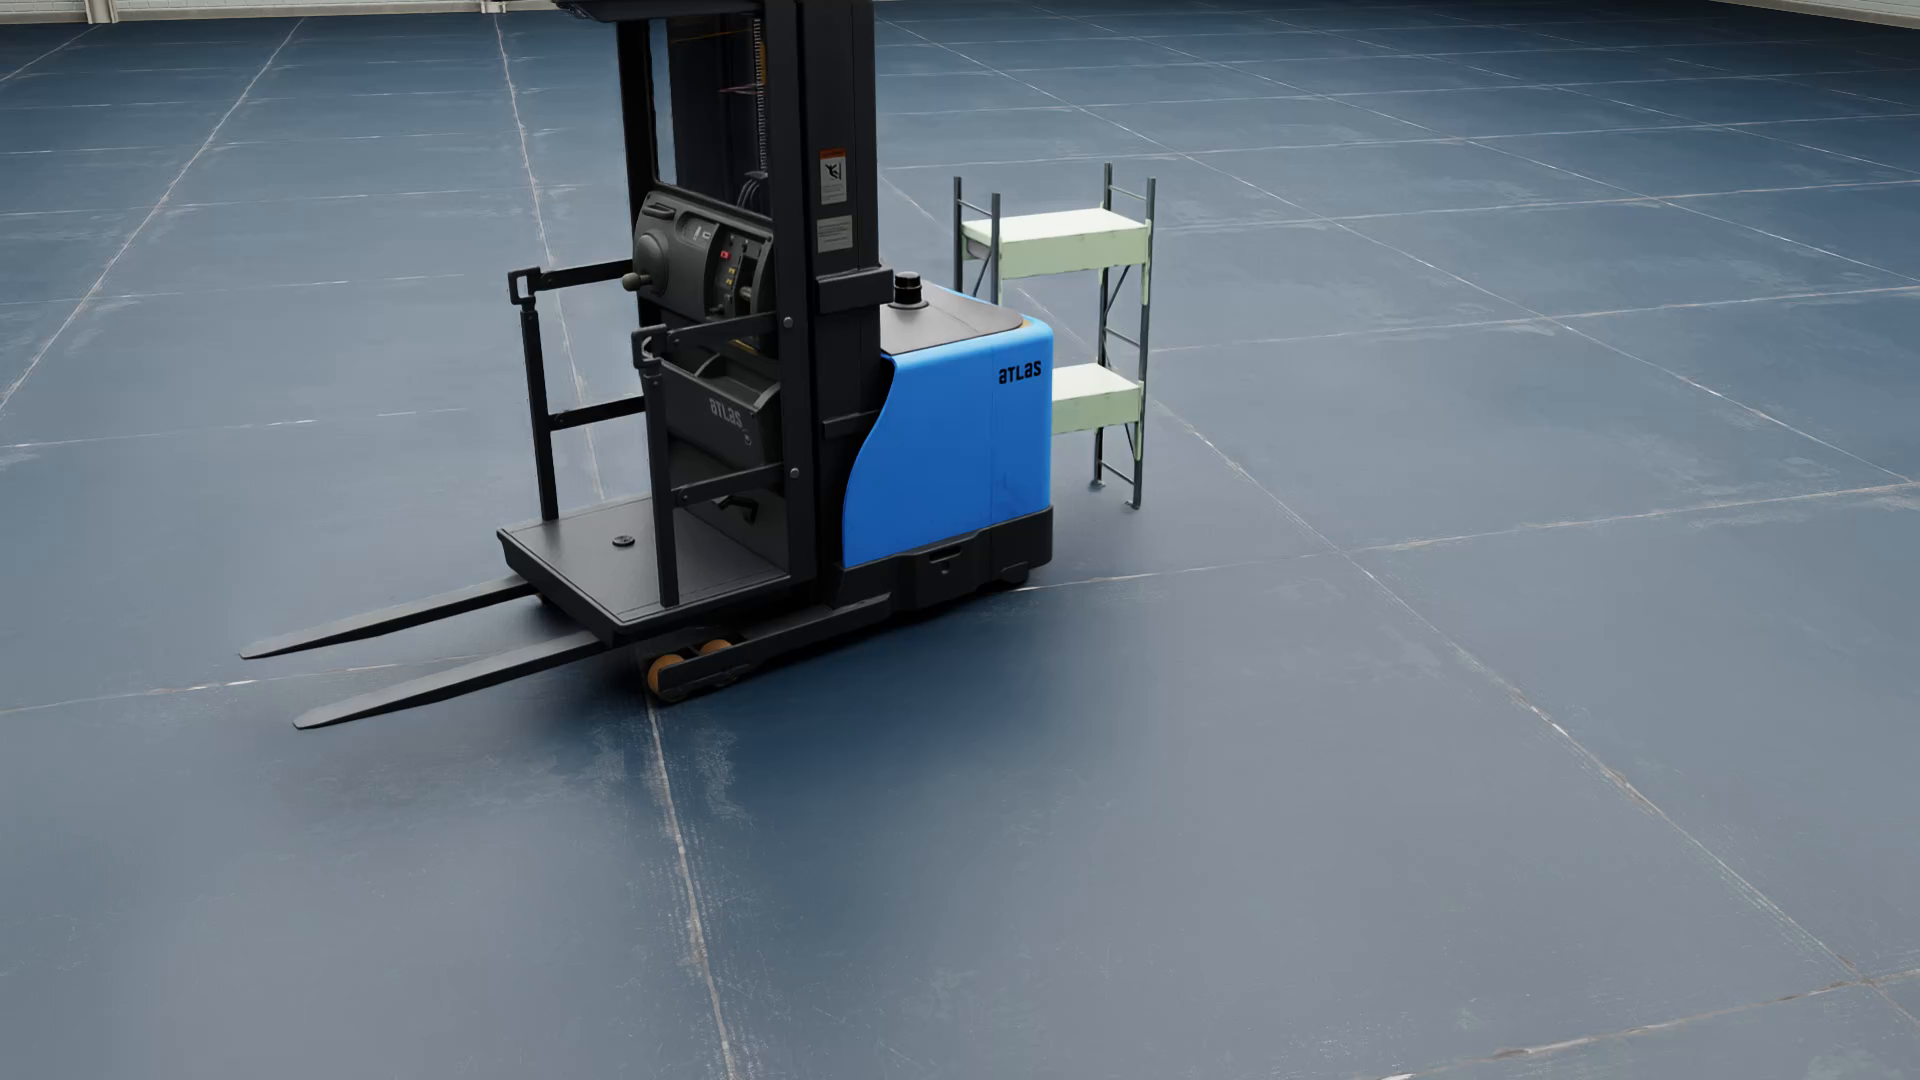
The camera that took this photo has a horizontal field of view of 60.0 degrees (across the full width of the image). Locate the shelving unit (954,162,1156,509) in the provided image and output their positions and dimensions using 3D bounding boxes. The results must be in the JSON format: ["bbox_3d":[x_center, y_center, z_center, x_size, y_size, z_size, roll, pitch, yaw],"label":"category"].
[{"bbox_3d":[0.399,-0.842,7.311,0.755,1.500,0.431,-10,25,-23],"label":"shelving unit"}]

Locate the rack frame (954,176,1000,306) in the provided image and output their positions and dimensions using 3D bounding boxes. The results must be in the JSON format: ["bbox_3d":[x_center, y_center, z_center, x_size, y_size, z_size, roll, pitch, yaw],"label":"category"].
[{"bbox_3d":[0.067,-0.781,7.168,0.023,1.500,0.400,-10,25,-23],"label":"rack frame"}]

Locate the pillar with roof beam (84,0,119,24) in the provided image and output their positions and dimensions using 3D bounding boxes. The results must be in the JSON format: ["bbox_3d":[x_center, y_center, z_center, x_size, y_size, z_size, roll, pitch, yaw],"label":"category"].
[{"bbox_3d":[-12.437,-10.725,20.832,0.400,9.000,9.100,-6,24,-14],"label":"pillar with roof beam"}]

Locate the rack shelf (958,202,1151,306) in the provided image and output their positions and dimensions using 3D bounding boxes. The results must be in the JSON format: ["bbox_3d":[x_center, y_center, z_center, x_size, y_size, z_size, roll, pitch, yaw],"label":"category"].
[{"bbox_3d":[0.399,-1.201,7.157,0.720,0.370,0.431,-10,25,-23],"label":"rack shelf"}]

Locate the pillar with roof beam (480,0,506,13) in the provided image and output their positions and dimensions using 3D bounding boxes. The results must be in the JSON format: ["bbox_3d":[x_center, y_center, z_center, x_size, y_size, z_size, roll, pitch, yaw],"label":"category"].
[{"bbox_3d":[-6.660,-11.364,22.321,0.400,9.000,9.100,-6,24,-14],"label":"pillar with roof beam"}]

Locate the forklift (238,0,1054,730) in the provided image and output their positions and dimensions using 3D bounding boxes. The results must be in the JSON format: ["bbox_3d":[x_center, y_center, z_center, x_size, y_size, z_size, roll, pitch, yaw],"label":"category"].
[{"bbox_3d":[-1.099,-1.007,5.879,3.031,2.935,1.130,-17,28,-34],"label":"forklift"}]

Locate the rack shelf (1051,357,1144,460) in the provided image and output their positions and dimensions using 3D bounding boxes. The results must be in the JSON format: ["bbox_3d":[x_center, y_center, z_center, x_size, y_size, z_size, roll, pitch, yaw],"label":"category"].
[{"bbox_3d":[0.399,-0.543,7.440,0.720,0.370,0.431,-10,25,-23],"label":"rack shelf"}]

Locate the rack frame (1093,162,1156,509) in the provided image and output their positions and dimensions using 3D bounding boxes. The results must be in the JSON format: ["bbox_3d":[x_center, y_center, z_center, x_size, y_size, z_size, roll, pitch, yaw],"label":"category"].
[{"bbox_3d":[0.730,-0.904,7.454,0.023,1.500,0.400,-10,25,-23],"label":"rack frame"}]
